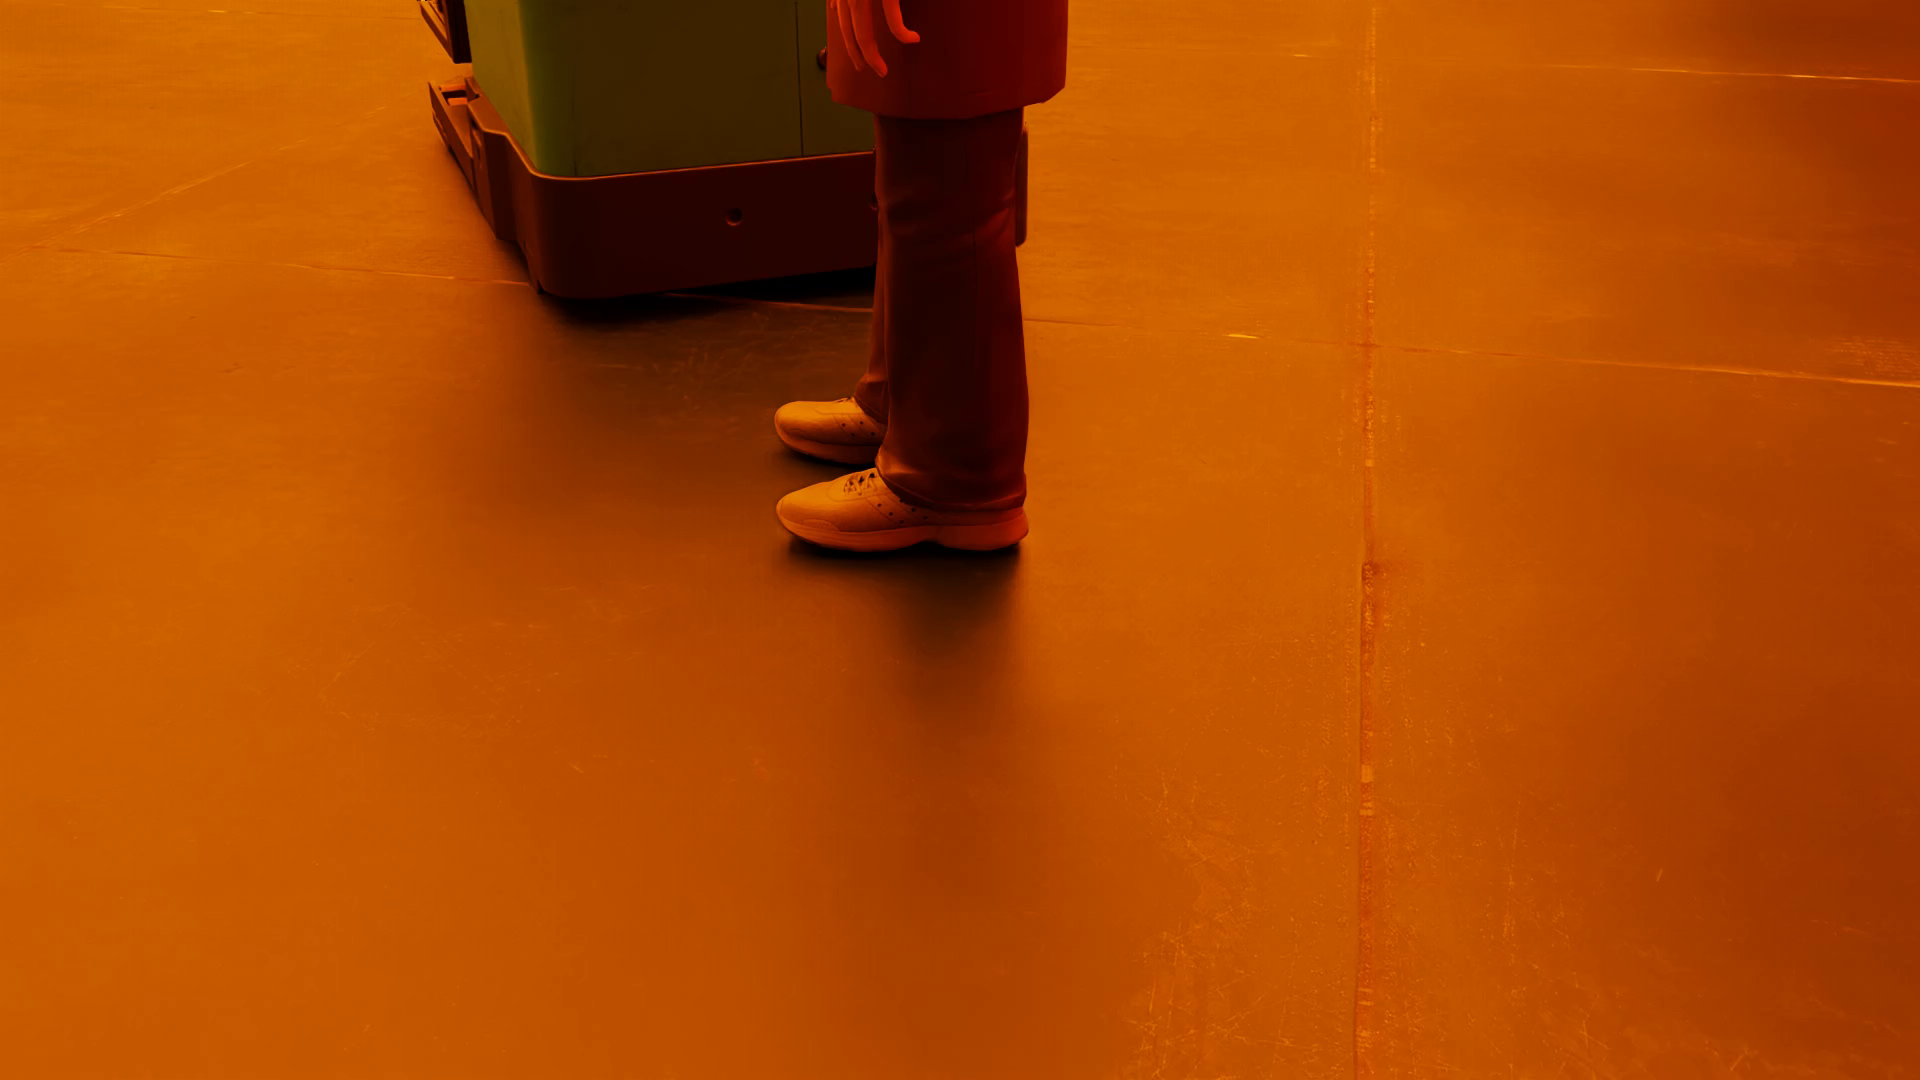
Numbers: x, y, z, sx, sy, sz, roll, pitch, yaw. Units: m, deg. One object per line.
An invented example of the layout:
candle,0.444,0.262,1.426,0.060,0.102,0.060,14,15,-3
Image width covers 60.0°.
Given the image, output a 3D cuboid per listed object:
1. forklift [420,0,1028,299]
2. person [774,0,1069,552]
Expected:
forklift,-0.870,-2.425,4.053,1.130,2.935,3.031,-10,29,-19
person,-0.087,-0.811,2.118,0.582,1.775,0.694,6,27,11
